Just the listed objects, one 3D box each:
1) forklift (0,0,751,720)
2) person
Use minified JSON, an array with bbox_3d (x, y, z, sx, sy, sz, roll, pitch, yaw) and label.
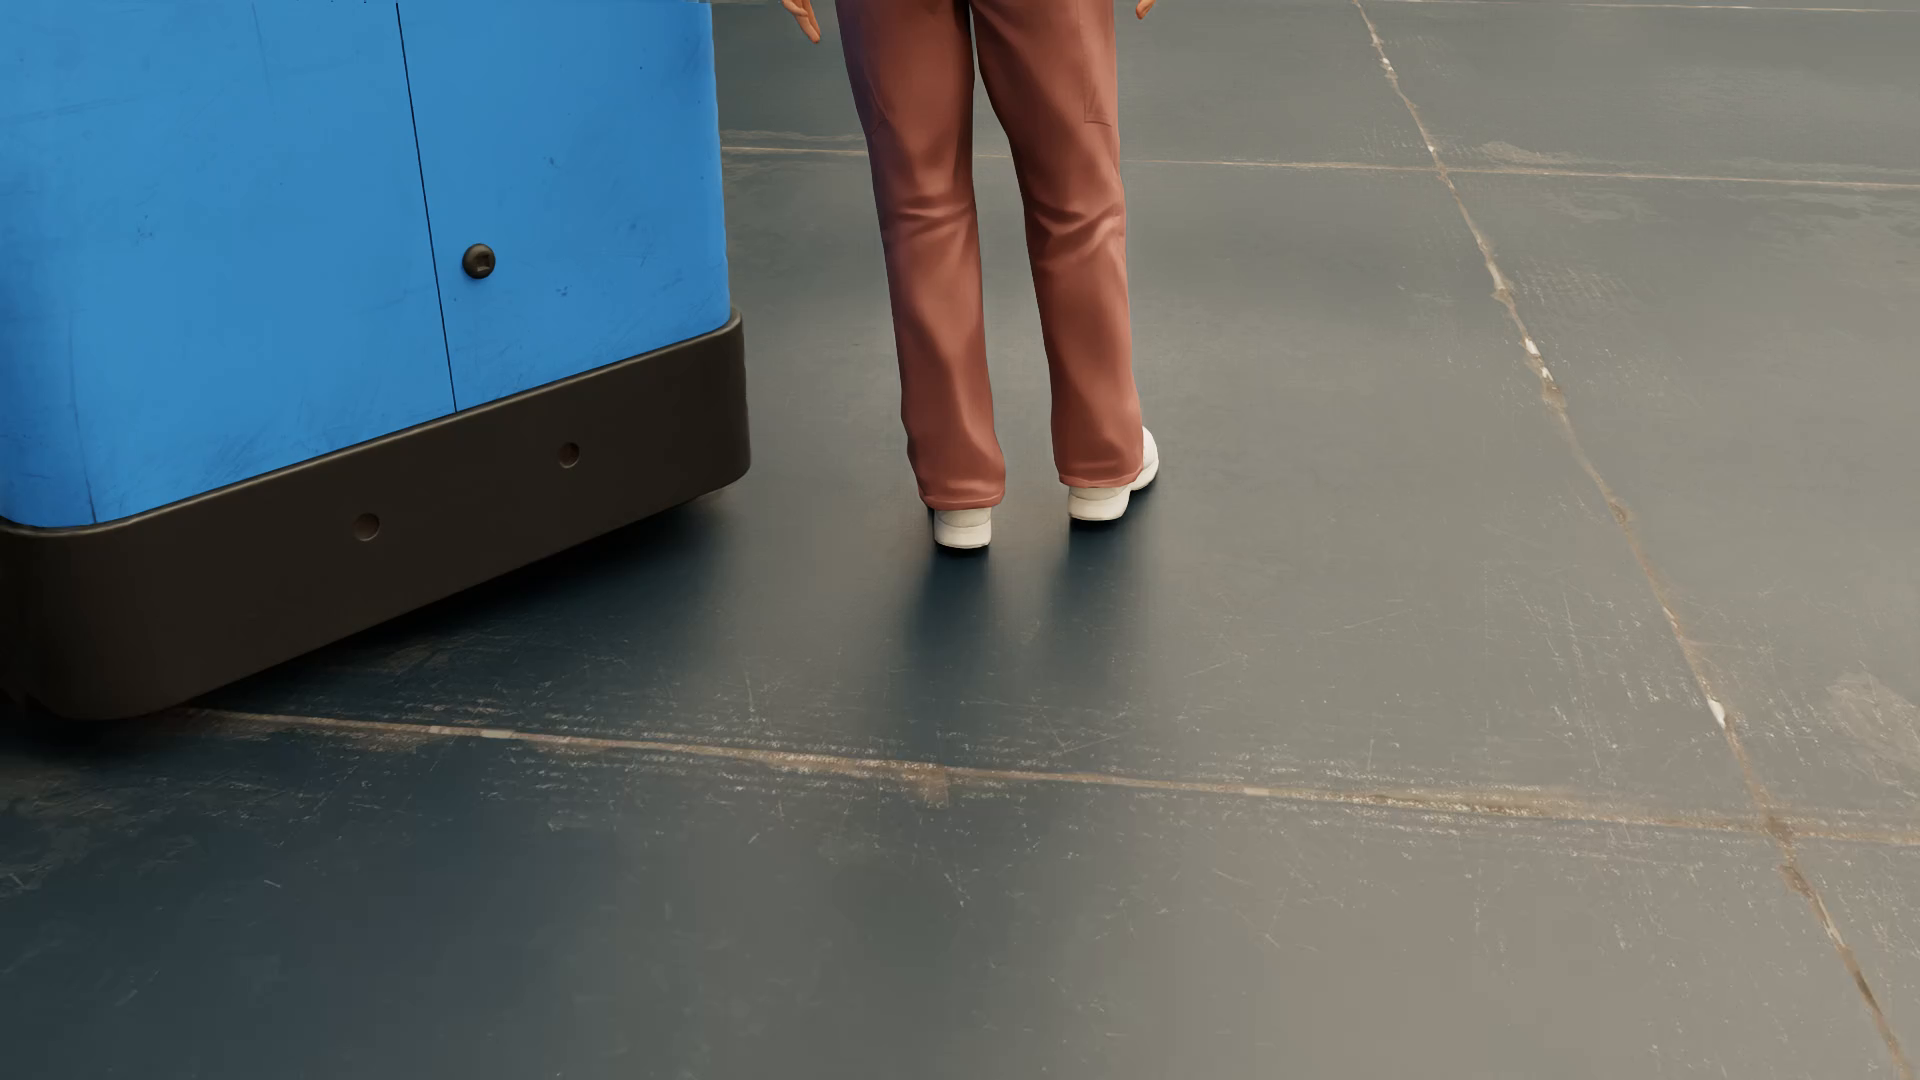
[{"bbox_3d":[-1.749,-1.648,2.521,3.031,2.935,1.130,22,34,37],"label":"forklift"},{"bbox_3d":[0.022,-0.789,2.187,0.553,1.673,0.548,3,27,7],"label":"person"}]
